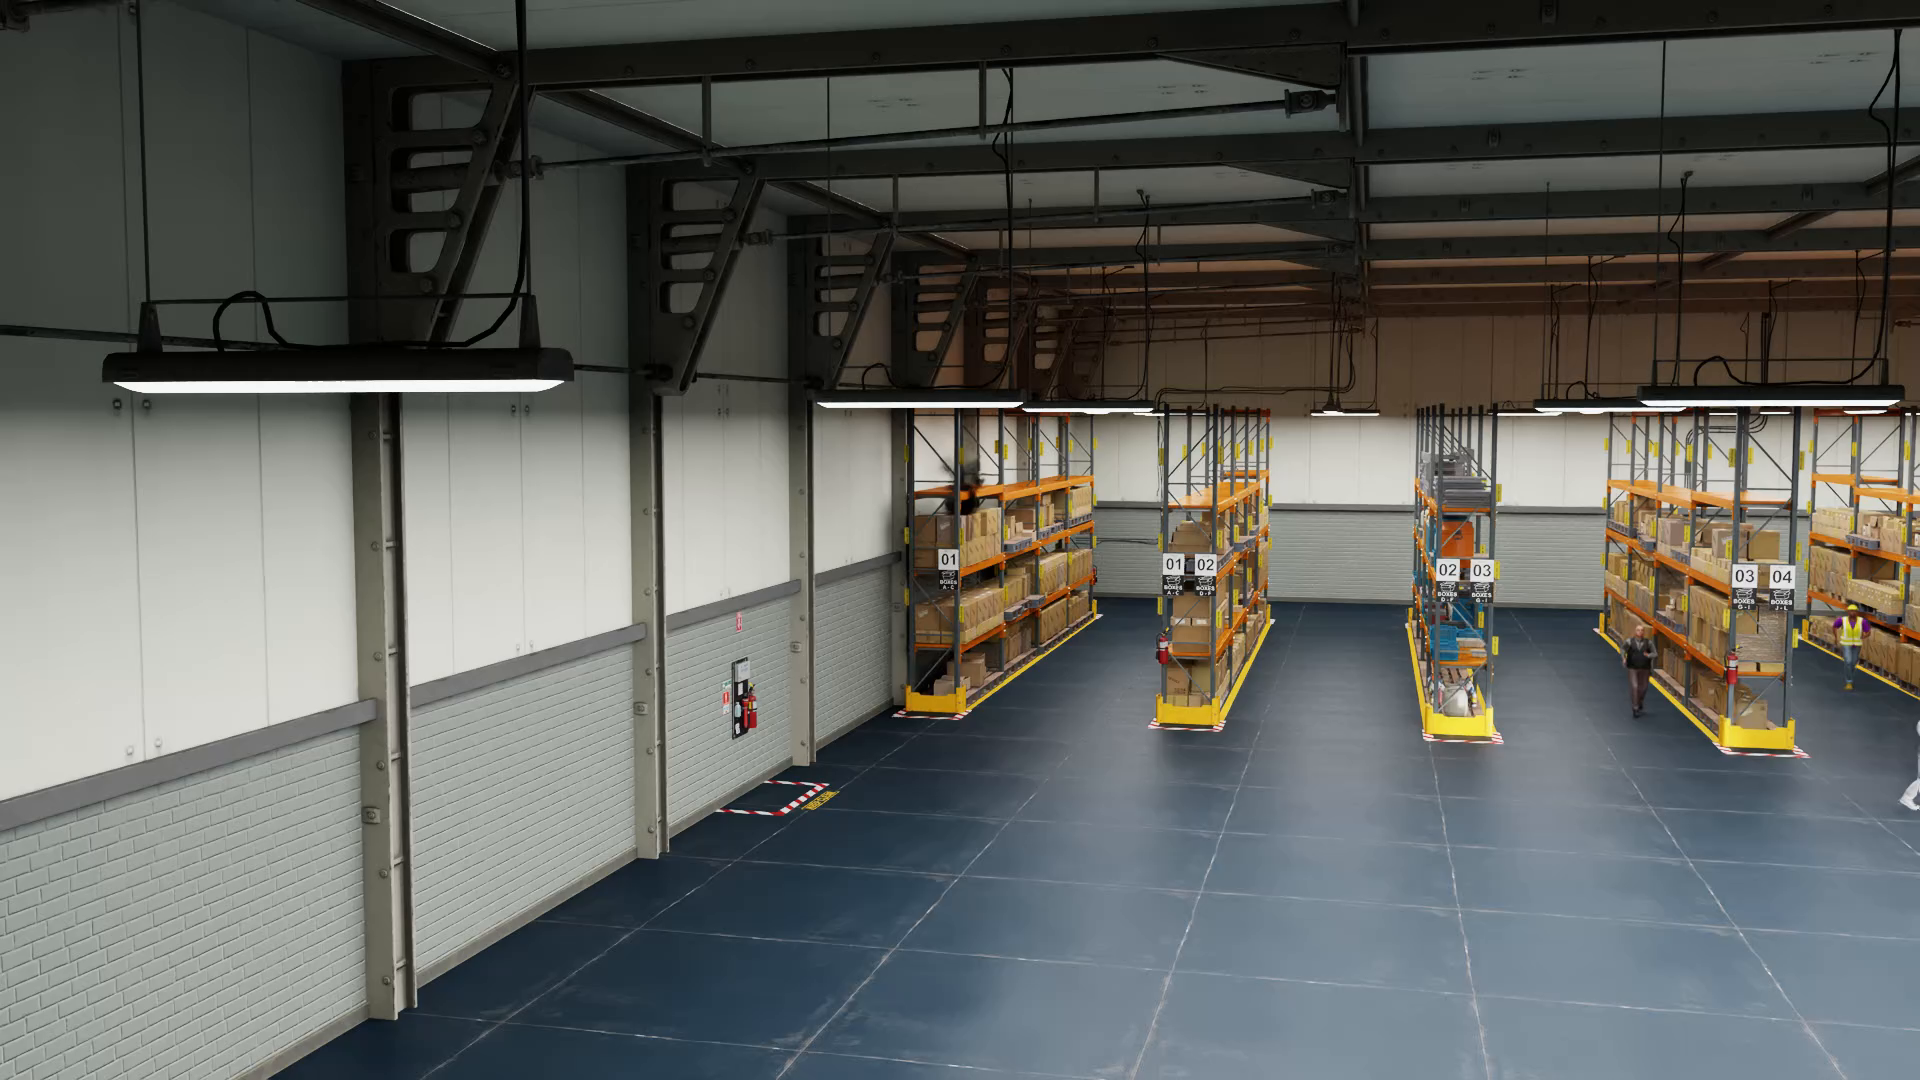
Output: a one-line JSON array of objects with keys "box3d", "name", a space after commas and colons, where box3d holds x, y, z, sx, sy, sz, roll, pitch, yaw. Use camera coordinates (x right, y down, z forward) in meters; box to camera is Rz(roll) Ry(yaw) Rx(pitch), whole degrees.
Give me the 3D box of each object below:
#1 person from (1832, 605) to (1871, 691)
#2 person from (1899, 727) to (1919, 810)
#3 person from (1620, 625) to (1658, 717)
[{"box3d": [18.978, 2.258, 35.377, 0.691, 1.790, 0.888, 1, 4, 15], "name": "person"}, {"box3d": [14.009, 3.135, 23.961, 0.777, 1.753, 0.598, 4, 6, 42], "name": "person"}, {"box3d": [13.097, 2.503, 32.086, 0.655, 1.712, 0.964, 1, 4, 14], "name": "person"}]
